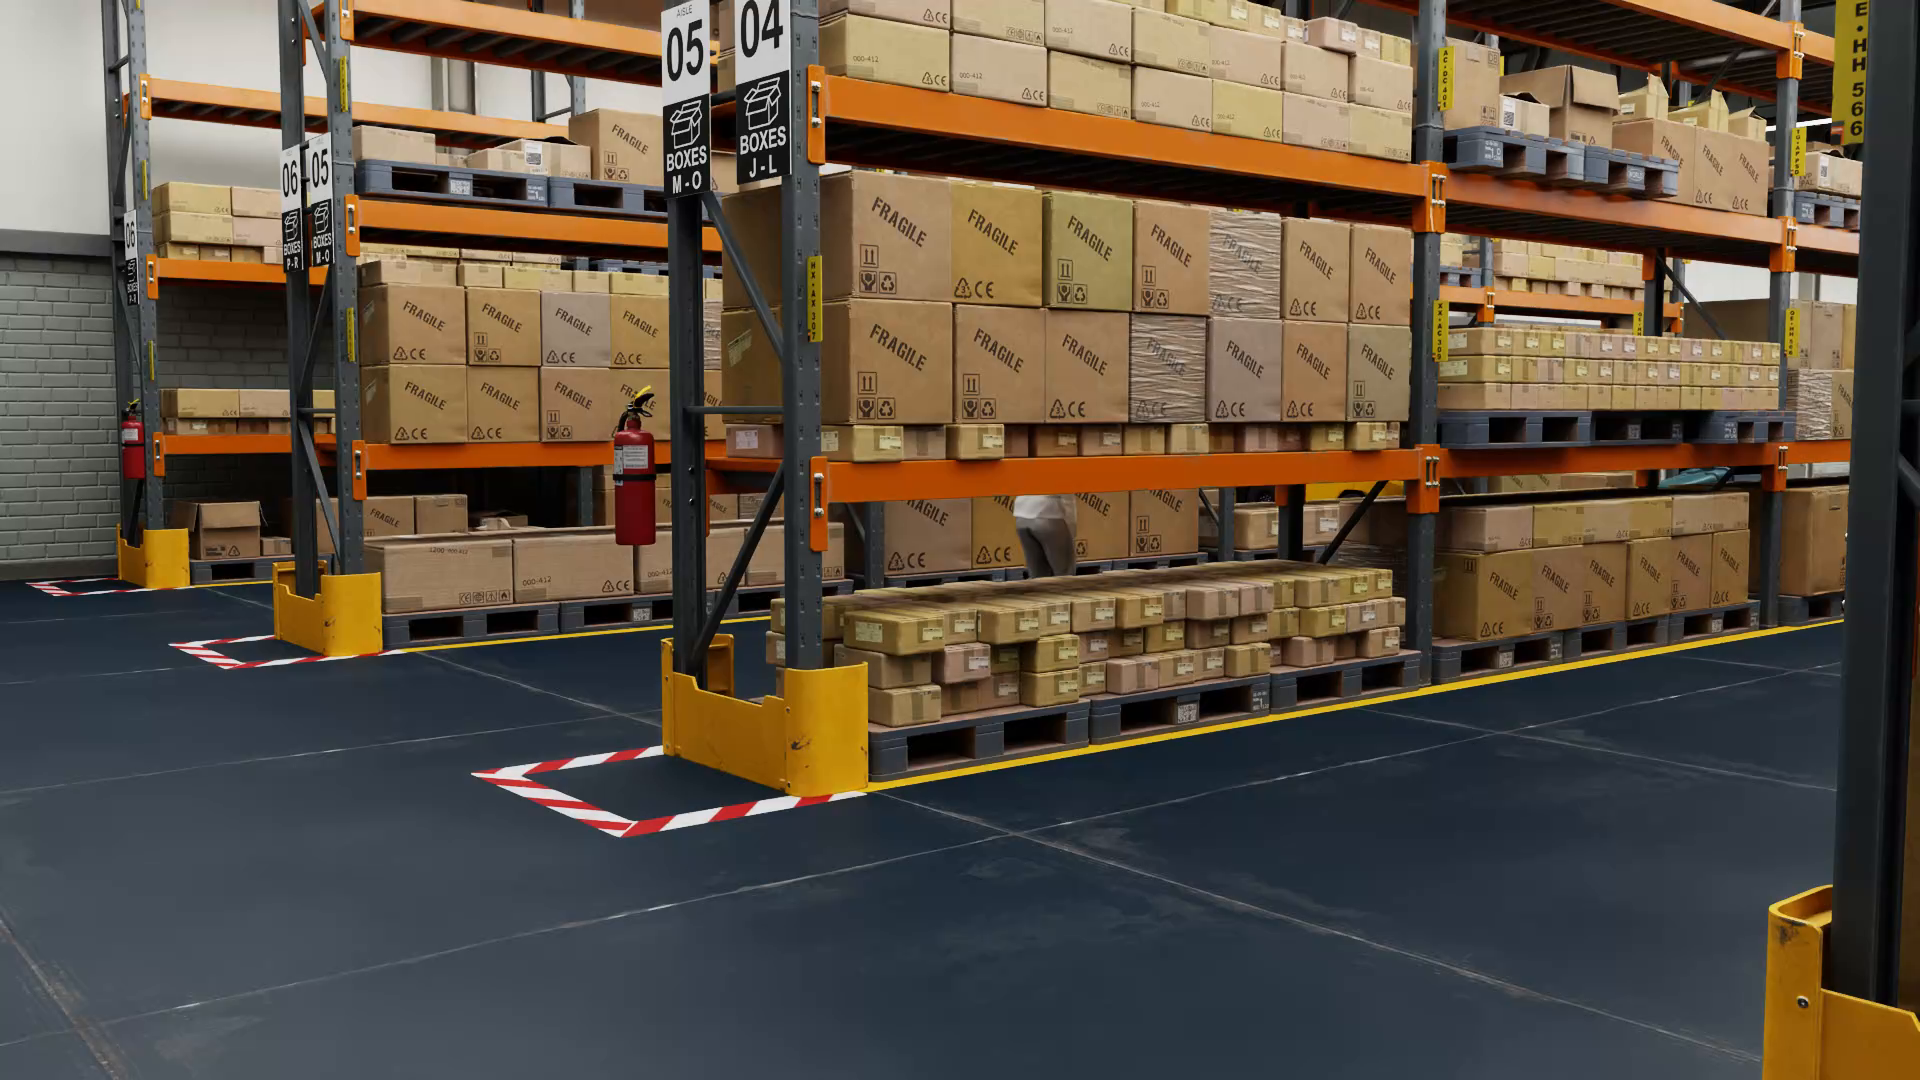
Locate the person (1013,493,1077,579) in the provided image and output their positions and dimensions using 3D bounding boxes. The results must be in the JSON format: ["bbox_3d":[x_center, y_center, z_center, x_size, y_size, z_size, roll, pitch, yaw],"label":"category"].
[{"bbox_3d":[0.522,-0.089,10.103,0.396,1.649,0.488,-3,6,-37],"label":"person"}]
